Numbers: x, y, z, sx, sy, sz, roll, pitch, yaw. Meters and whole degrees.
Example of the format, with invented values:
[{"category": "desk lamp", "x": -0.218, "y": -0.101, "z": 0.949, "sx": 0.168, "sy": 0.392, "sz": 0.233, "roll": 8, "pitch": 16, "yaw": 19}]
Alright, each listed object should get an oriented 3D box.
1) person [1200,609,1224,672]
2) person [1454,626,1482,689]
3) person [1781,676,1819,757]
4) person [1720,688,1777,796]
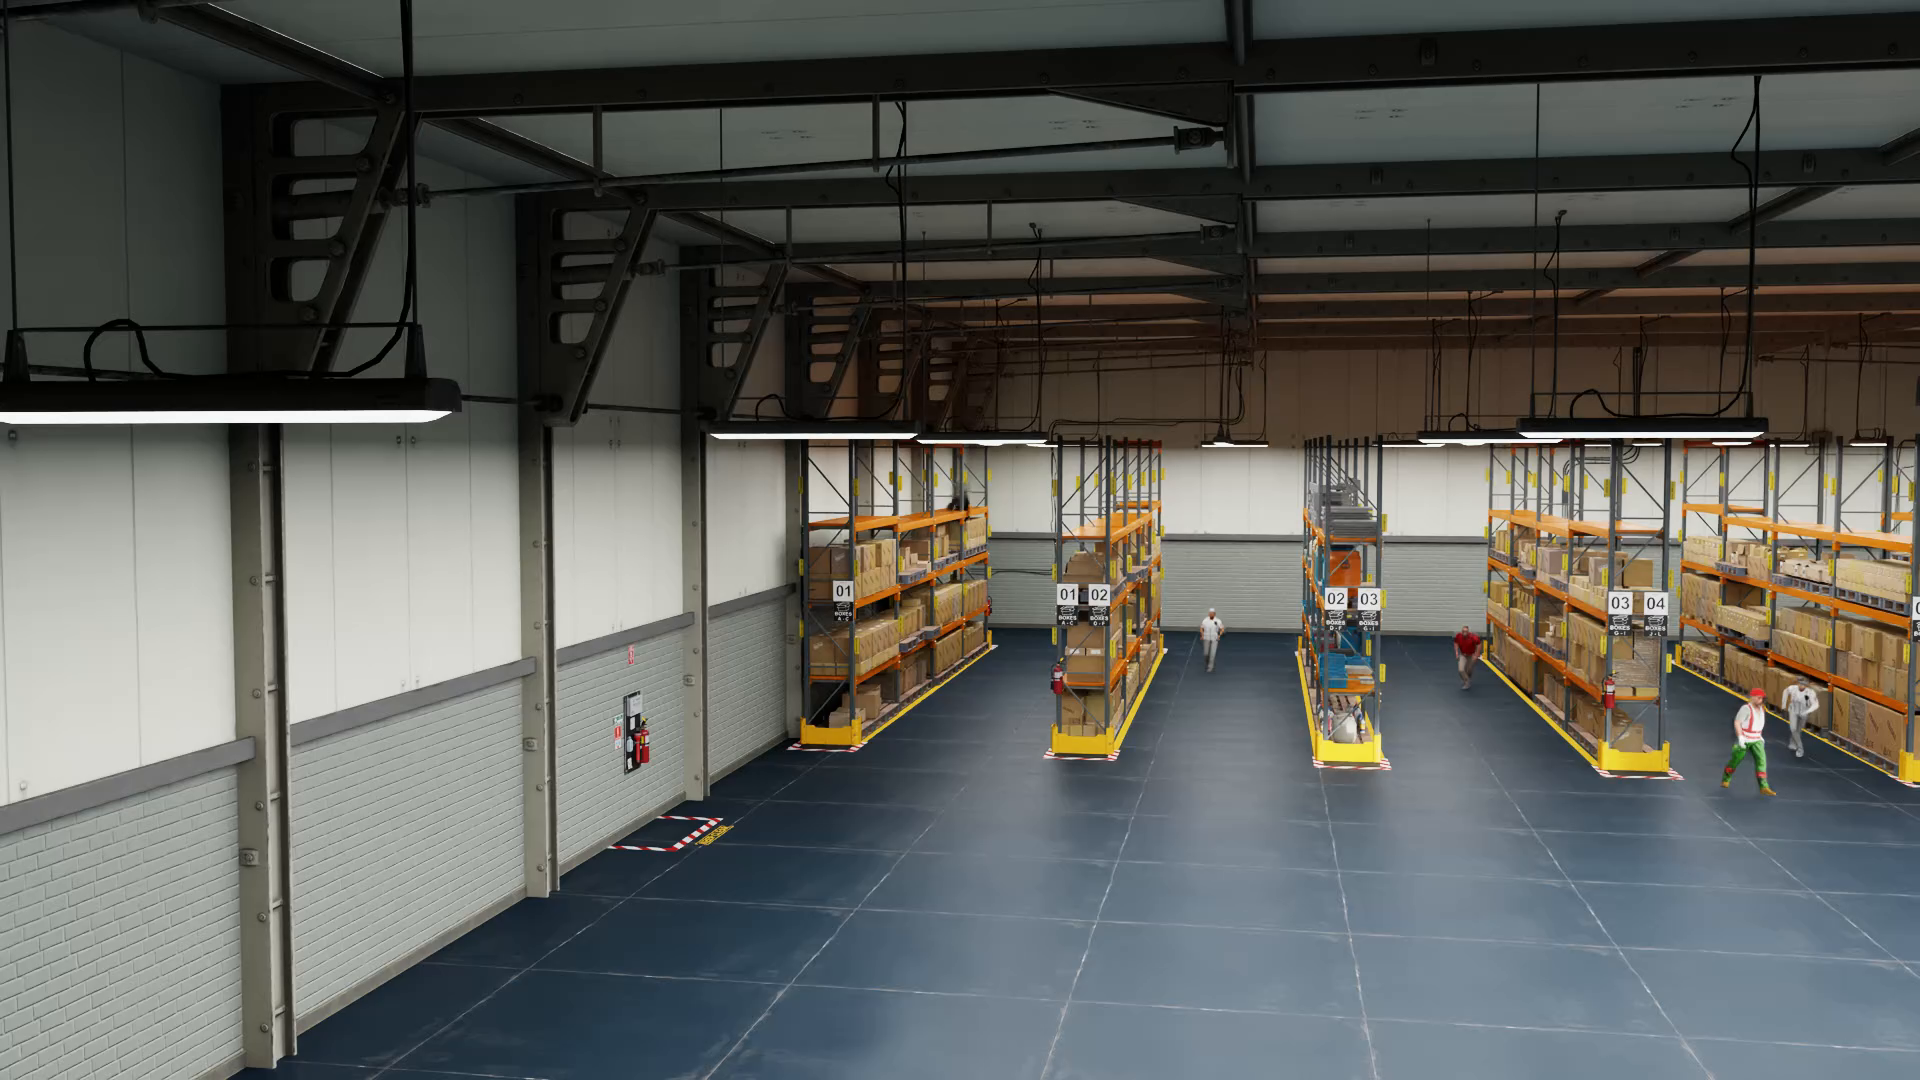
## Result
[{"category": "person", "x": 6.540, "y": 2.596, "z": 43.146, "sx": 0.616, "sy": 1.622, "sz": 0.624, "roll": 1, "pitch": 3, "yaw": 14}, {"category": "person", "x": 12.205, "y": 2.799, "z": 39.916, "sx": 0.668, "sy": 1.553, "sz": 0.981, "roll": 2, "pitch": 3, "yaw": 26}, {"category": "person", "x": 15.759, "y": 3.266, "z": 31.216, "sx": 0.612, "sy": 1.506, "sz": 0.999, "roll": 1, "pitch": 3, "yaw": 23}, {"category": "person", "x": 13.109, "y": 3.313, "z": 27.584, "sx": 0.705, "sy": 1.728, "sz": 1.001, "roll": -1, "pitch": 3, "yaw": -22}]
